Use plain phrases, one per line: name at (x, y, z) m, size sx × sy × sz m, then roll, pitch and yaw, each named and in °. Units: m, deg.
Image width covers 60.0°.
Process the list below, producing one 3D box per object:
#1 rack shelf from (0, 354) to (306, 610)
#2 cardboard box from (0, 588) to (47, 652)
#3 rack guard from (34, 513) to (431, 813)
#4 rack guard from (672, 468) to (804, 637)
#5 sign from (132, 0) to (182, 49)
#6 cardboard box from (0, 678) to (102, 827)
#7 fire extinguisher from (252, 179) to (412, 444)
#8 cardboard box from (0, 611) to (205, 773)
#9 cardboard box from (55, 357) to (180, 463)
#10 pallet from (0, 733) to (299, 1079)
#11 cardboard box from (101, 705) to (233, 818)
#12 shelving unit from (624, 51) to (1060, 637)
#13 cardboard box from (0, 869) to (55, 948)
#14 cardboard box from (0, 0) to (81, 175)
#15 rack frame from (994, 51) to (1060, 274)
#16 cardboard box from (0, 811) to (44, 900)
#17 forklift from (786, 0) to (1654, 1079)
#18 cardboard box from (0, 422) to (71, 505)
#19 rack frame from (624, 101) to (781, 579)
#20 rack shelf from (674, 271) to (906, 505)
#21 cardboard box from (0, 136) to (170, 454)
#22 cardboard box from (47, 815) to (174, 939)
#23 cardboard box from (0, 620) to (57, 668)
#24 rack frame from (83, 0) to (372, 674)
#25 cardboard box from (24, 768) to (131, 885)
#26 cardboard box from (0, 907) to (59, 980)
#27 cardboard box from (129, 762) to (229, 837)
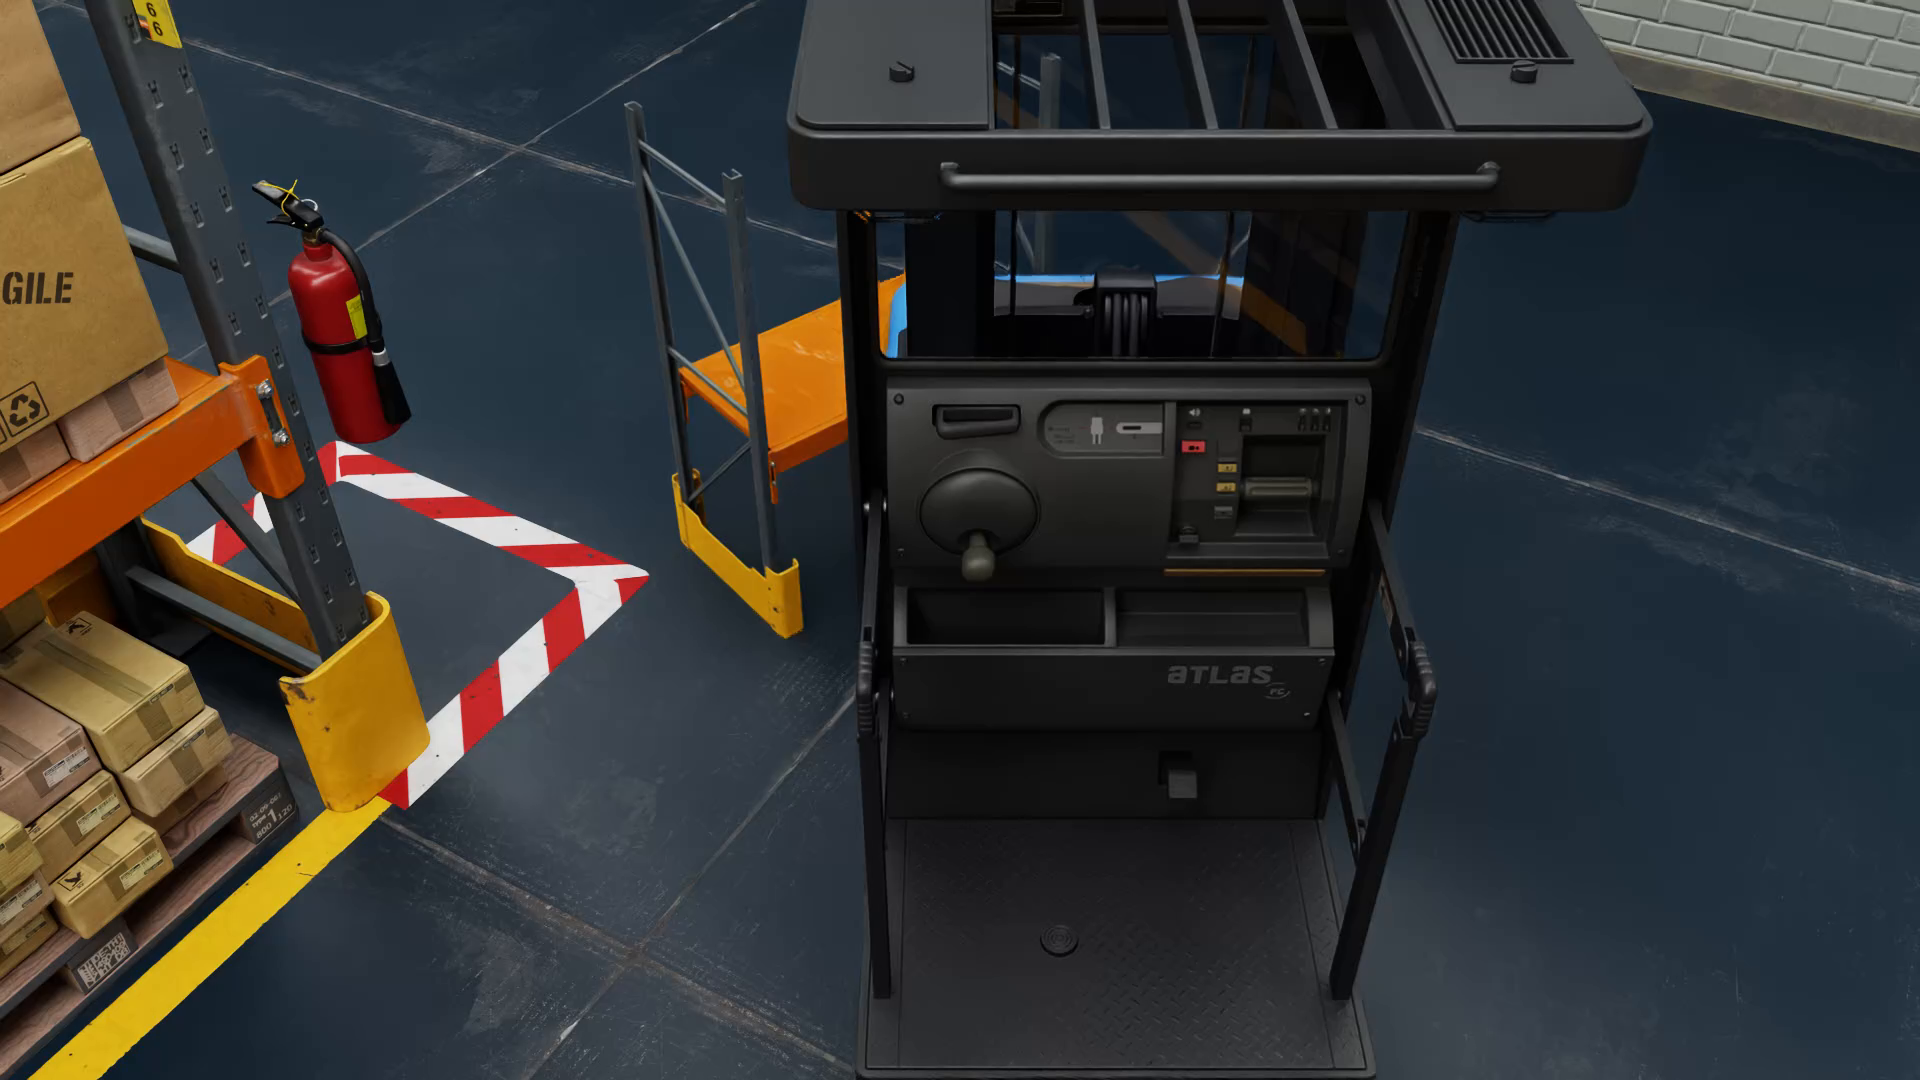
rack shelf at (-3.002, 0.696, 2.735) m, size 1.077 × 0.370 × 4.000 m, roll 21°, pitch 45°, yaw 22°
cardboard box at (-2.557, 0.158, 4.191) m, size 0.380 × 0.149 × 0.250 m, roll 19°, pitch 45°, yaw 20°
rack guard at (-2.039, 0.263, 4.573) m, size 1.175 × 0.500 × 0.348 m, roll 21°, pitch 45°, yaw 22°
rack guard at (-0.674, 0.033, 5.024) m, size 0.087 × 0.250 × 0.587 m, roll -28°, pitch 49°, yaw -28°
sign at (-1.530, -1.077, 3.088) m, size 0.100 × 0.325 × 0.005 m, roll 21°, pitch 45°, yaw 22°
cardboard box at (-2.222, 0.482, 3.823) m, size 0.380 × 0.149 × 0.250 m, roll 22°, pitch 46°, yaw 23°
fire extinguisher at (-1.475, -0.541, 3.936) m, size 0.296 × 0.674 × 0.183 m, roll 21°, pitch 45°, yaw 22°
cardboard box at (-2.046, 0.357, 3.964) m, size 0.380 × 0.149 × 0.250 m, roll 21°, pitch 46°, yaw 23°
cardboard box at (-1.919, -0.344, 3.562) m, size 0.380 × 0.149 × 0.250 m, roll 21°, pitch 46°, yaw 22°
pallet at (-2.476, 0.824, 4.154) m, size 1.003 × 0.211 × 1.213 m, roll 21°, pitch 45°, yaw 22°
cardboard box at (-2.018, 0.478, 4.052) m, size 0.380 × 0.149 × 0.250 m, roll 20°, pitch 45°, yaw 21°
shelving unit at (-0.288, -0.645, 4.847) m, size 1.083 × 1.500 × 0.587 m, roll -28°, pitch 49°, yaw -28°
cardboard box at (-2.276, 0.776, 3.713) m, size 0.380 × 0.149 × 0.250 m, roll 19°, pitch 45°, yaw 20°
cardboard box at (-2.014, -0.899, 2.944) m, size 0.500 × 0.500 × 0.500 m, roll 20°, pitch 45°, yaw 21°
rack frame at (0.098, -0.853, 5.084) m, size 0.032 × 1.500 × 0.500 m, roll -28°, pitch 49°, yaw -28°
cardboard box at (-2.241, 0.672, 3.607) m, size 0.380 × 0.149 × 0.250 m, roll 20°, pitch 45°, yaw 21°
forklift at (0.326, -0.033, 3.070) m, size 1.130 × 2.935 × 3.031 m, roll 0°, pitch 41°, yaw 0°
cardboard box at (-2.076, -0.215, 3.414) m, size 0.380 × 0.149 × 0.250 m, roll 21°, pitch 45°, yaw 22°
rack frame at (-0.689, -0.428, 4.602) m, size 0.032 × 1.500 × 0.500 m, roll -28°, pitch 49°, yaw -28°
rack shelf at (-0.295, -0.506, 4.962) m, size 1.000 × 0.185 × 0.538 m, roll -28°, pitch 49°, yaw -28°
cardboard box at (-2.003, -0.526, 3.277) m, size 0.500 × 0.500 × 0.500 m, roll 22°, pitch 46°, yaw 23°
cardboard box at (-2.125, 0.744, 3.975) m, size 0.380 × 0.149 × 0.250 m, roll 22°, pitch 46°, yaw 23°
cardboard box at (-2.485, 0.297, 4.258) m, size 0.380 × 0.149 × 0.250 m, roll 23°, pitch 46°, yaw 24°
rack frame at (-2.001, -0.719, 3.797) m, size 1.000 × 3.000 × 0.127 m, roll 21°, pitch 45°, yaw 22°
cardboard box at (-2.195, 0.610, 3.902) m, size 0.380 × 0.149 × 0.250 m, roll 20°, pitch 45°, yaw 21°
cardboard box at (-2.331, 0.867, 3.835) m, size 0.380 × 0.149 × 0.250 m, roll 21°, pitch 45°, yaw 22°
cardboard box at (-2.084, 0.564, 4.180) m, size 0.380 × 0.149 × 0.250 m, roll 22°, pitch 46°, yaw 23°
